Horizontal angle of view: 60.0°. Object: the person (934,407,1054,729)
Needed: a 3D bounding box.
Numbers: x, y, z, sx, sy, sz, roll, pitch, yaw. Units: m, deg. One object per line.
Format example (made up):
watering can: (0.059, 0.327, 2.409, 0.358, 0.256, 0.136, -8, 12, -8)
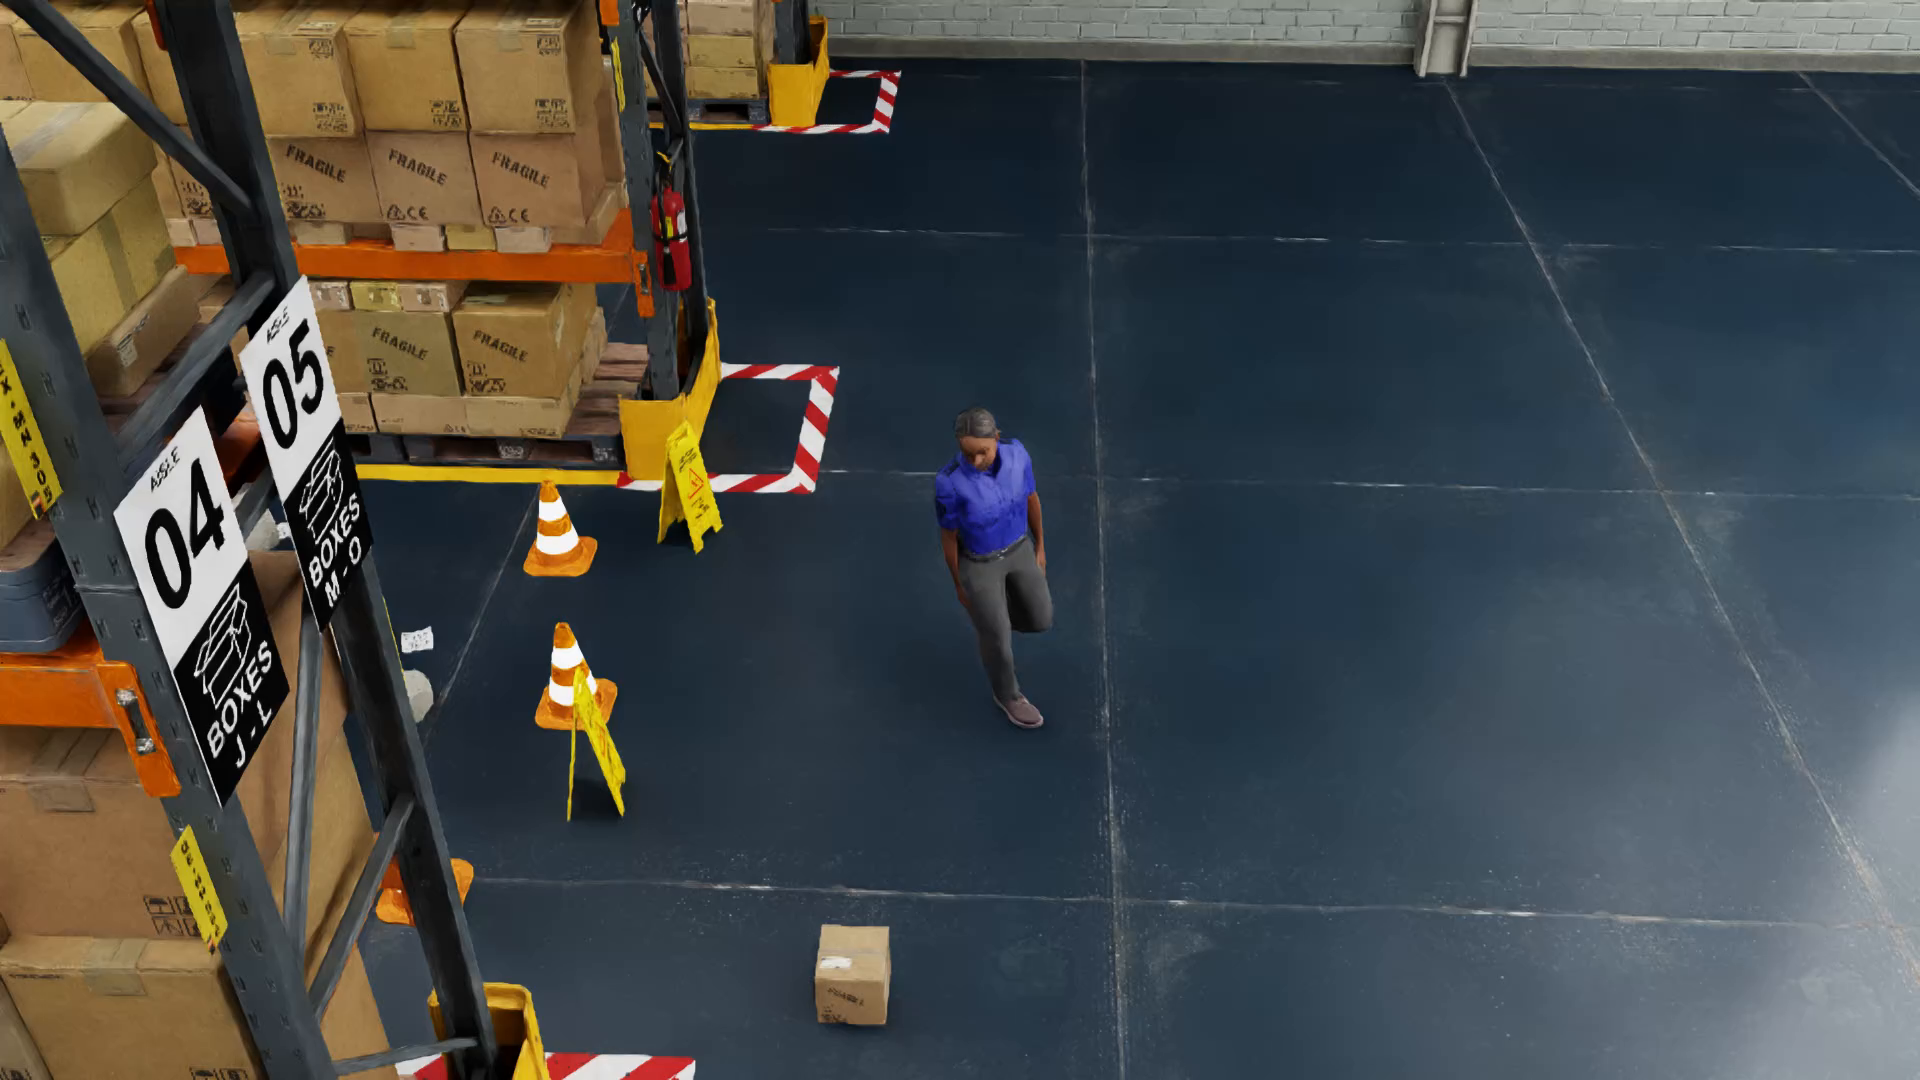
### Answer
person: (0.105, 0.072, 7.035, 0.515, 1.627, 0.581, -22, 41, -27)
